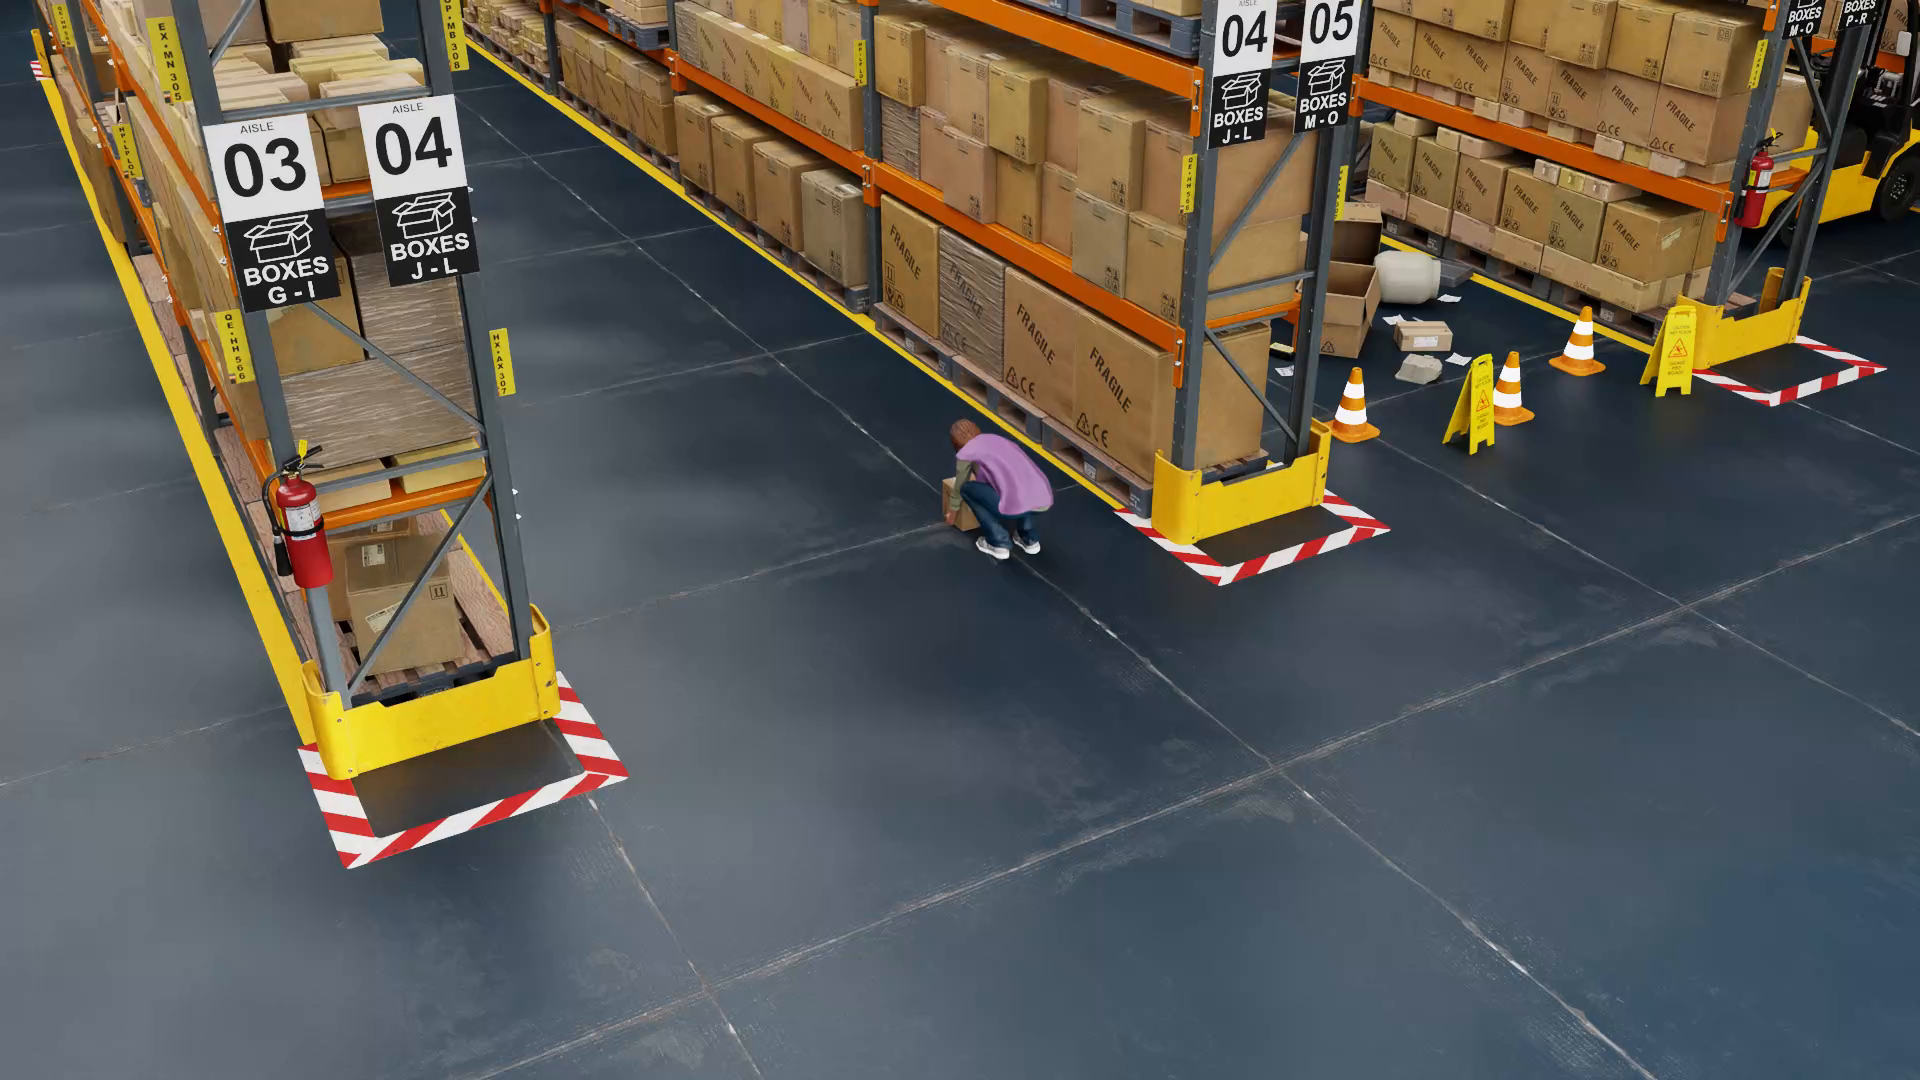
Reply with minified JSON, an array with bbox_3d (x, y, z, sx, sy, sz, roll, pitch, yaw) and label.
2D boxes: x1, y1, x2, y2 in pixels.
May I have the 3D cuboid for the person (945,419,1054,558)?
[{"bbox_3d":[0.225,-0.274,10.022,0.423,0.735,0.847,-17,33,-27],"label":"person"}]
